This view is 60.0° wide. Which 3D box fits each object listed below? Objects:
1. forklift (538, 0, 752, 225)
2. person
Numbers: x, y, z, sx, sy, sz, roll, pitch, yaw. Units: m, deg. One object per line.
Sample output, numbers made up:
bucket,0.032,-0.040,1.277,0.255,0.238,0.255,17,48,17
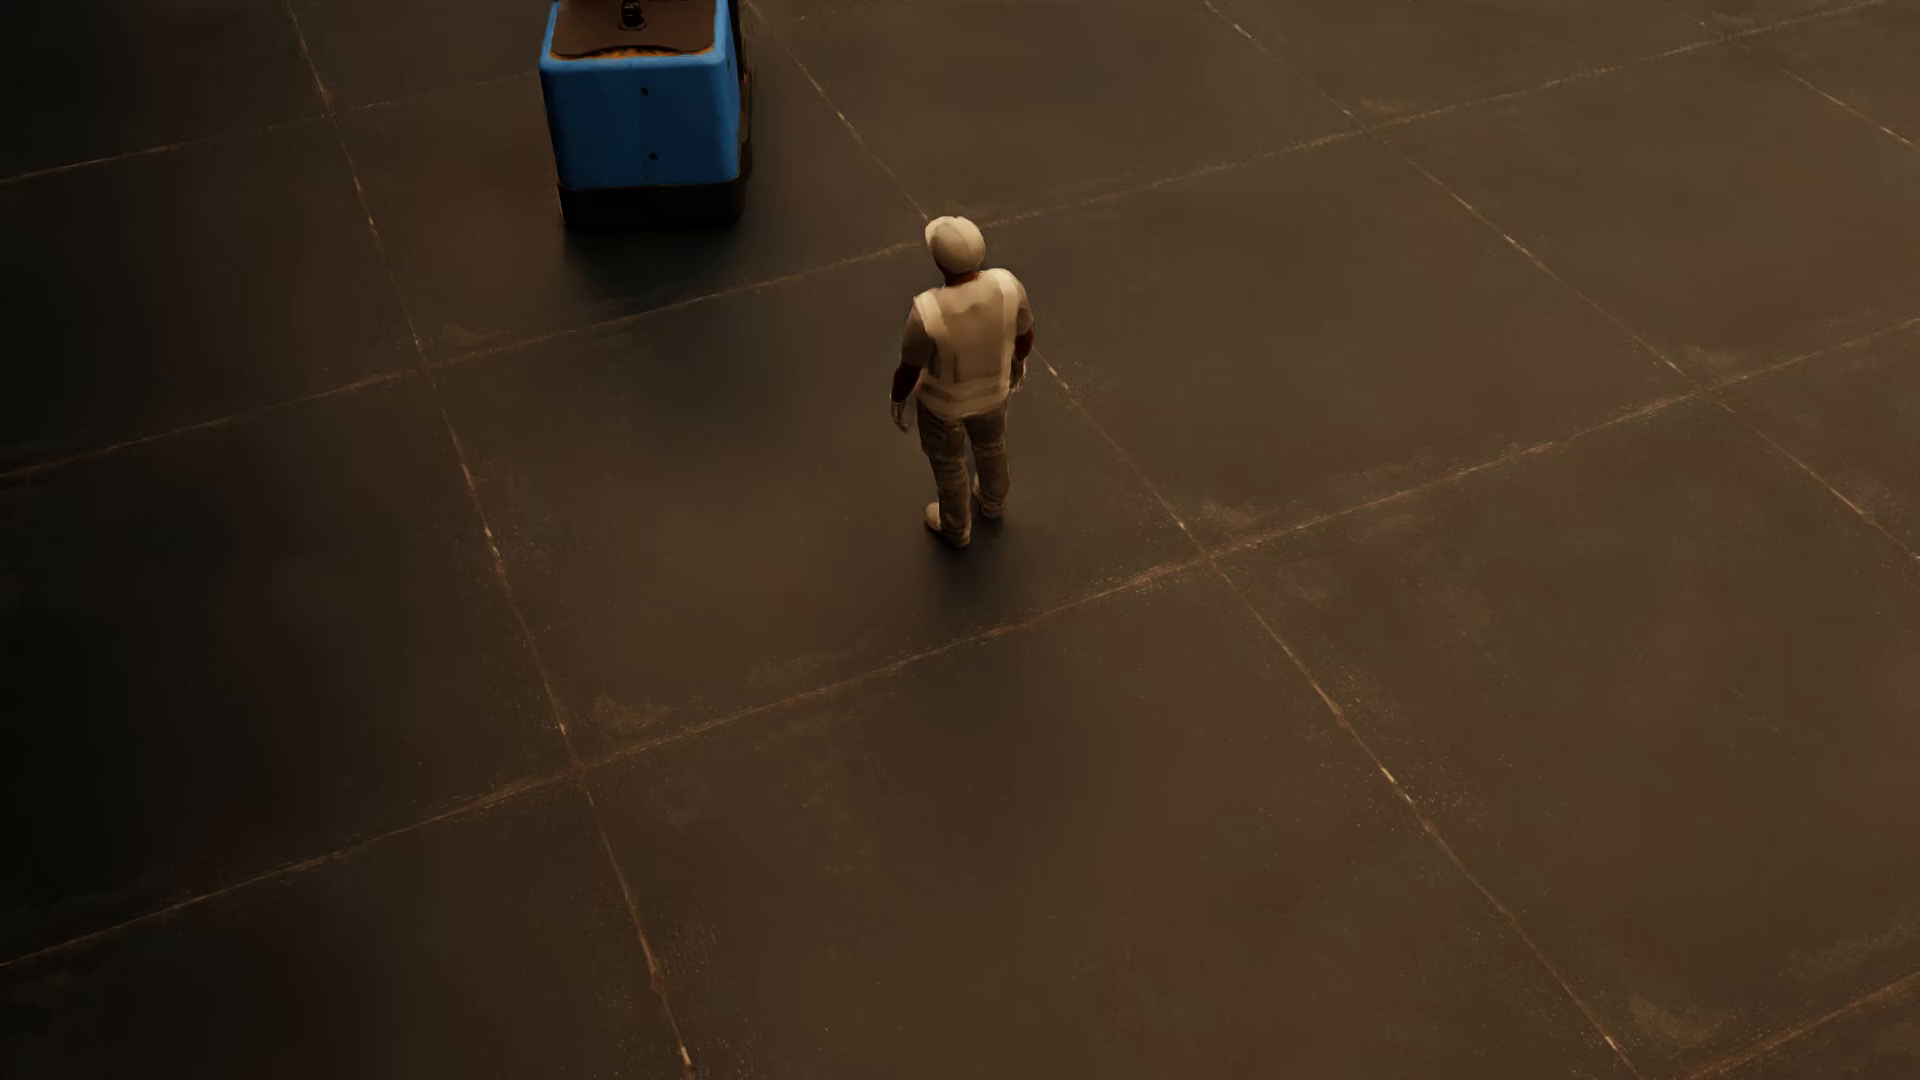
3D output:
forklift,-1.922,-3.906,9.866,1.130,2.935,3.031,-3,43,-4
person,-0.023,-0.704,7.266,0.655,1.782,0.576,-18,46,-18
